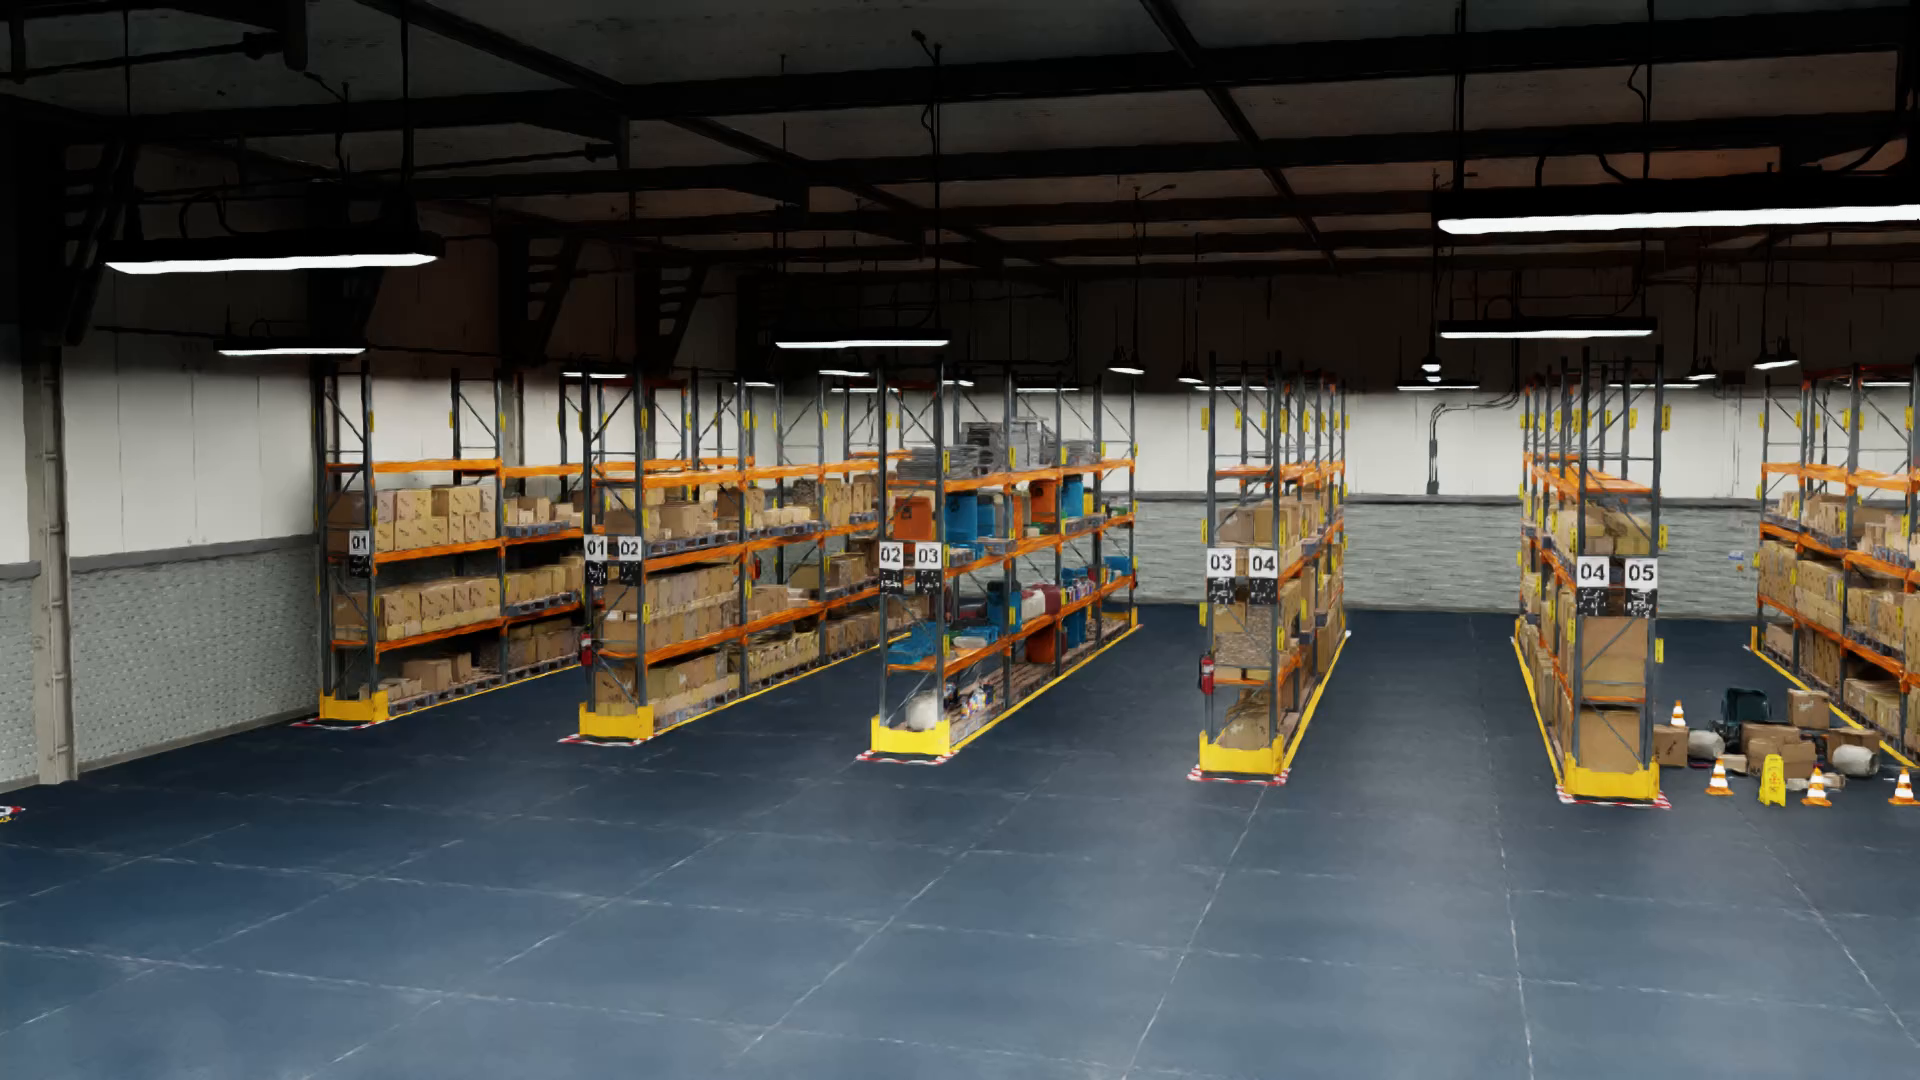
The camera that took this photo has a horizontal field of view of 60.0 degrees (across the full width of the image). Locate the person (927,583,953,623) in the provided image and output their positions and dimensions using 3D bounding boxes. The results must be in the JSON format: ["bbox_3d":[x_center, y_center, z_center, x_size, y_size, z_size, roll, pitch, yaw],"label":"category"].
[{"bbox_3d":[-0.436,1.554,36.158,0.603,1.724,1.111,1,4,15],"label":"person"}]

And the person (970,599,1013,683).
[{"bbox_3d":[0.626,1.923,31.778,0.521,1.614,0.946,3,5,37],"label":"person"}]
